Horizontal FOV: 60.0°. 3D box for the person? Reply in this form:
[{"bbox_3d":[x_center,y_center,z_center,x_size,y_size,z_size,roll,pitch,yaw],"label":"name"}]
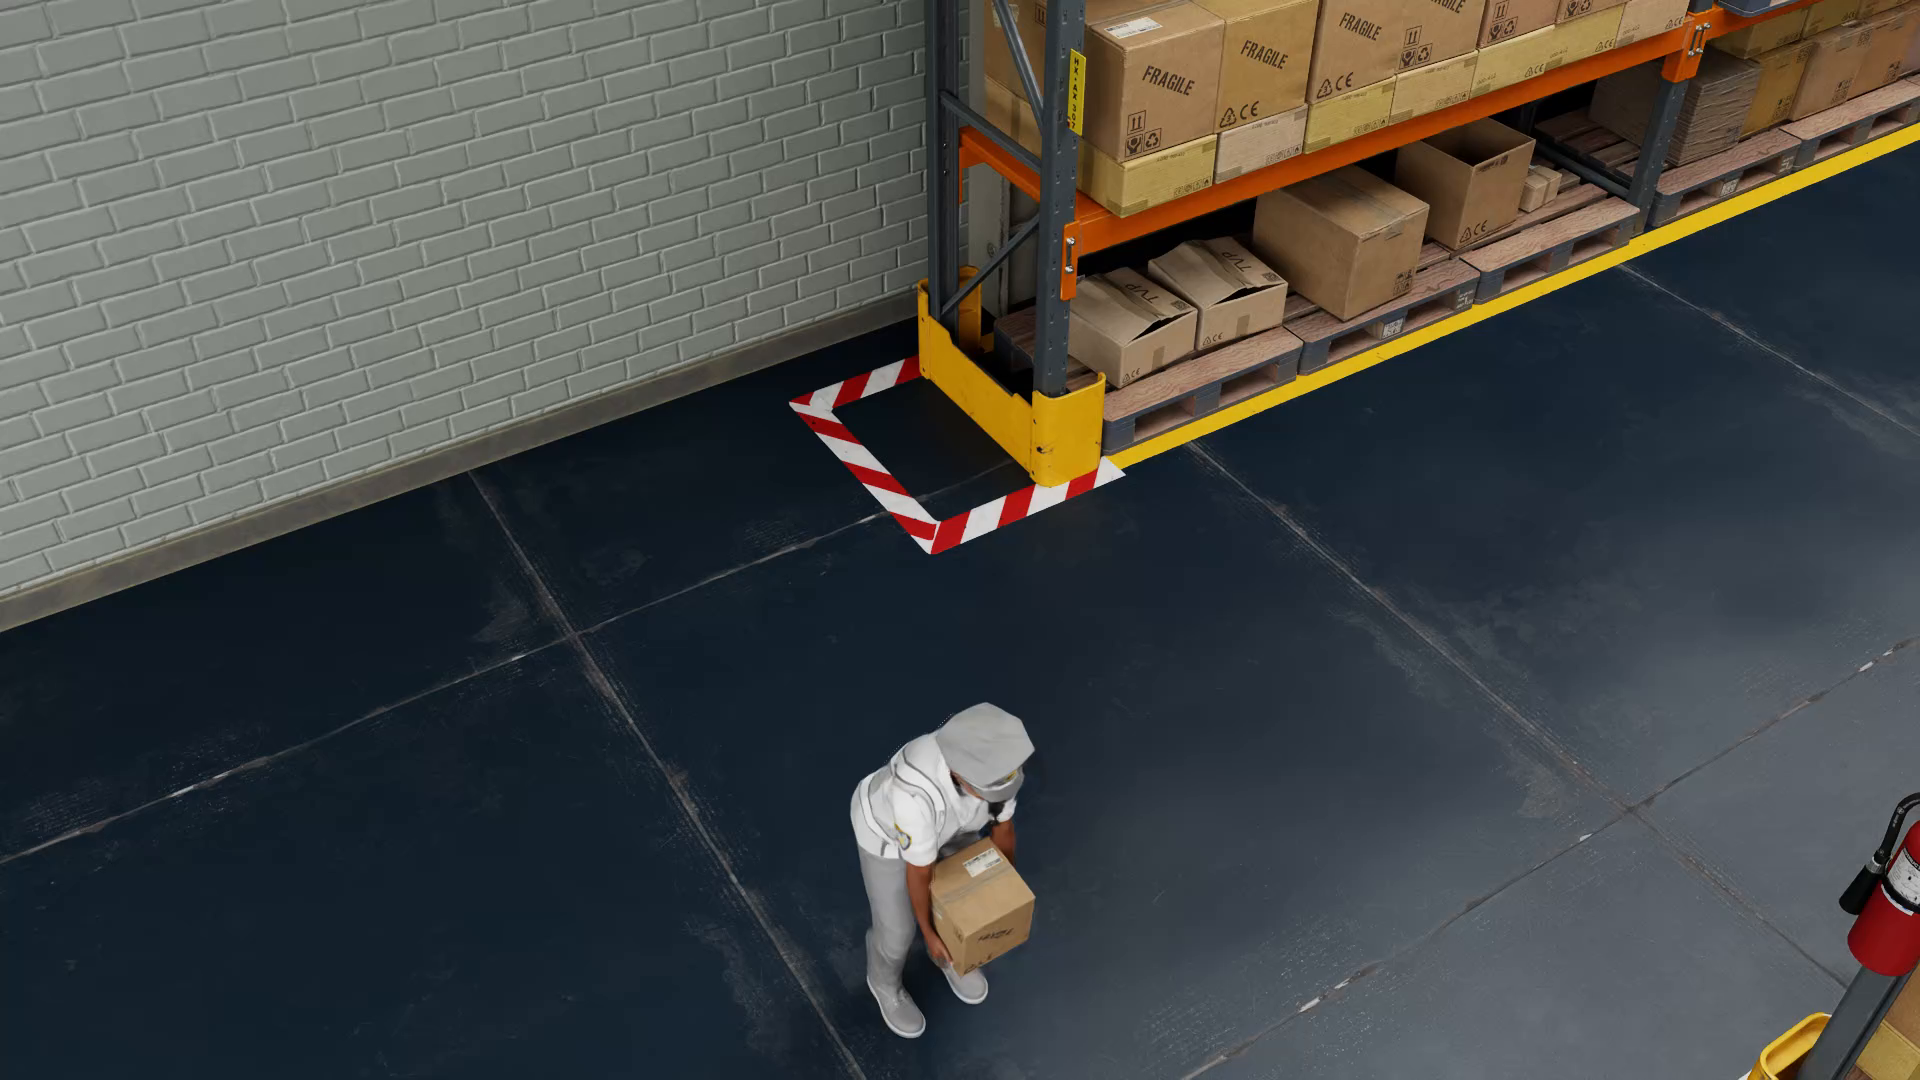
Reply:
[{"bbox_3d":[-0.050,1.002,5.093,0.412,1.558,0.648,-23,46,-25],"label":"person"}]
